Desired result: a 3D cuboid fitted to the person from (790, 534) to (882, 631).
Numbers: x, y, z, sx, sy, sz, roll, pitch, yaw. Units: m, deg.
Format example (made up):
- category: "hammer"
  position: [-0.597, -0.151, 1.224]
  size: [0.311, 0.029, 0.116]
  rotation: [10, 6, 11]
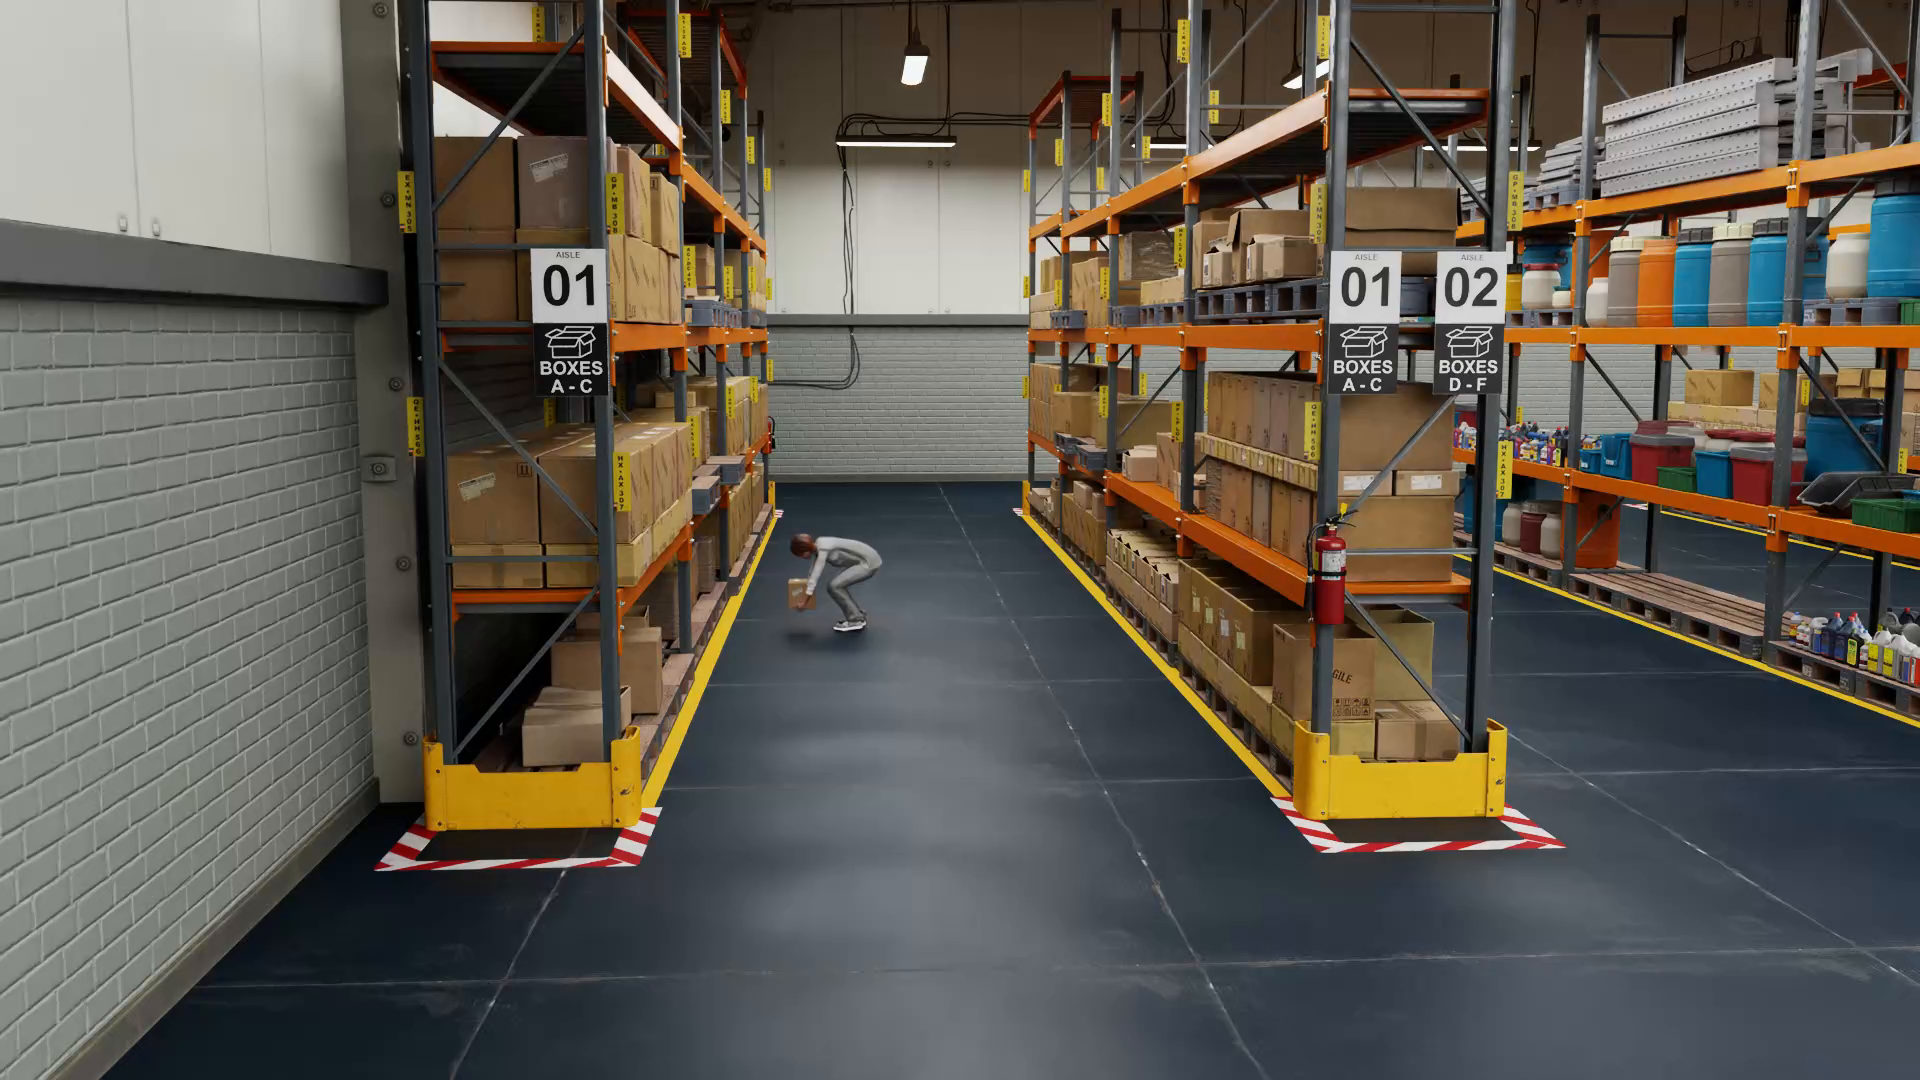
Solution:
- category: "person"
  position: [-1.150, 0.385, 15.516]
  size: [0.853, 0.904, 0.425]
  rotation: [-1, 7, -6]
